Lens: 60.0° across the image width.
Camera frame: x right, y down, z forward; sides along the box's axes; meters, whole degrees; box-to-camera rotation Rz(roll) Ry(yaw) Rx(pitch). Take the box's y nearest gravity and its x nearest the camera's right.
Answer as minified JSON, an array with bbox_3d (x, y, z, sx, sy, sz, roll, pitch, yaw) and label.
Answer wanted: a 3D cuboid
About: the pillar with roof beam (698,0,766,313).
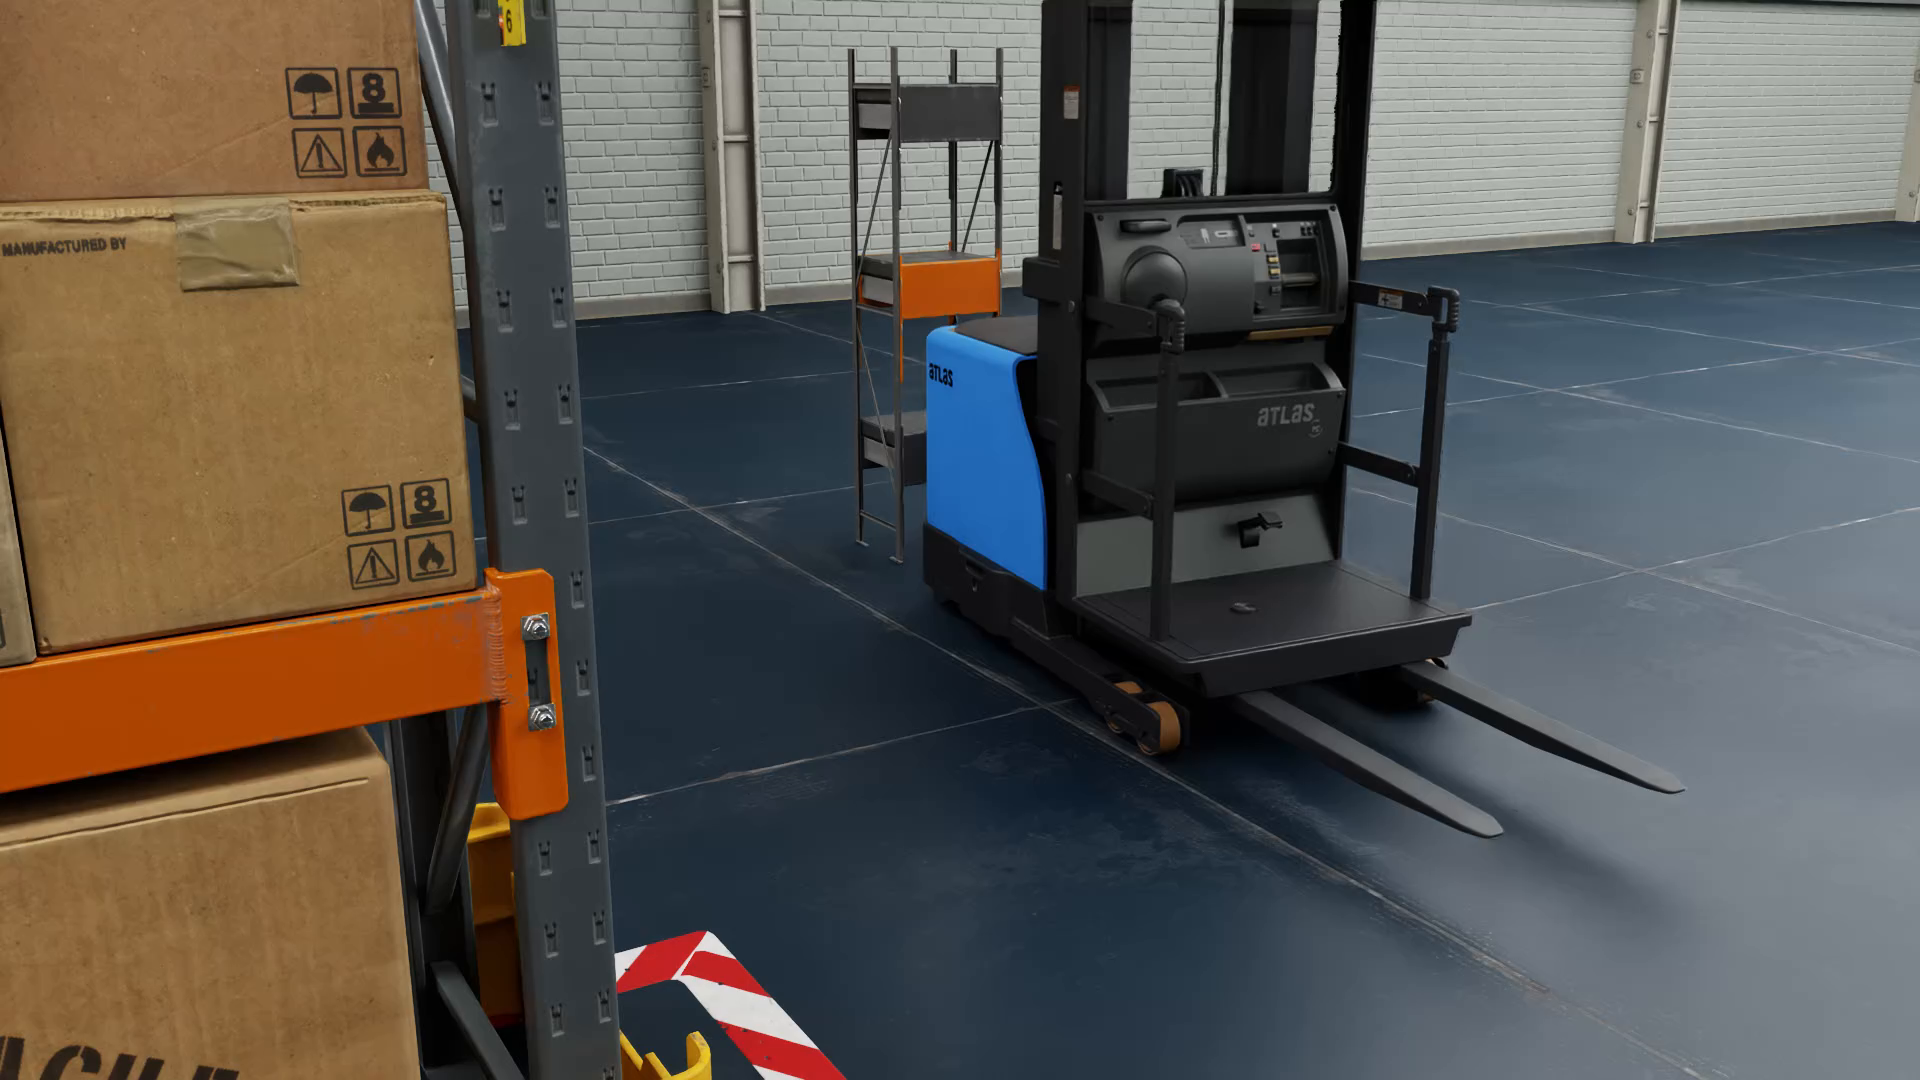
[{"bbox_3d":[0.263,-5.363,9.870,0.400,9.000,9.100,-9,18,-30],"label":"pillar with roof beam"}]

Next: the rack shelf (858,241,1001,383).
[{"bbox_3d":[-0.142,-0.975,7.048,0.480,0.518,0.431,-9,18,-30],"label":"rack shelf"}]

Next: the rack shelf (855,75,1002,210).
[{"bbox_3d":[-0.142,-1.649,6.859,0.480,0.518,0.431,-9,18,-30],"label":"rack shelf"}]

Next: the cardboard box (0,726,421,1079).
[{"bbox_3d":[-1.388,0.685,2.568,0.875,0.875,0.875,-9,18,-29],"label":"cardboard box"}]

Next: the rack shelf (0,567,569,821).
[{"bbox_3d":[-2.555,0.379,1.834,4.000,0.370,1.077,-9,18,-30],"label":"rack shelf"}]

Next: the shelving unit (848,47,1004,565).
[{"bbox_3d":[-0.142,-0.988,7.044,0.503,2.100,0.431,-9,18,-30],"label":"shelving unit"}]

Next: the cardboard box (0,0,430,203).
[{"bbox_3d":[-1.179,-0.795,2.411,0.550,0.550,0.875,-9,18,-30],"label":"cardboard box"}]

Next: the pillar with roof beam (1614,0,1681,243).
[{"bbox_3d":[10.549,-7.031,15.821,0.400,9.000,9.100,-9,18,-30],"label":"pillar with roof beam"}]

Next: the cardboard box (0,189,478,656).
[{"bbox_3d":[-1.135,-0.256,2.487,0.550,0.550,0.875,-9,18,-30],"label":"cardboard box"}]

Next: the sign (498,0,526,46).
[{"bbox_3d":[-0.573,-0.790,2.086,0.005,0.325,0.100,-9,18,-30],"label":"sign"}]

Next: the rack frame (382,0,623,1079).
[{"bbox_3d":[-0.841,-0.246,2.729,0.127,3.000,1.000,-9,18,-30],"label":"rack frame"}]

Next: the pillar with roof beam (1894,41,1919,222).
[{"bbox_3d":[15.693,-7.865,18.796,0.400,9.000,9.100,-9,18,-30],"label":"pillar with roof beam"}]

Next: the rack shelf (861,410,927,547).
[{"bbox_3d":[-0.142,-0.301,7.237,0.480,0.518,0.431,-9,18,-30],"label":"rack shelf"}]

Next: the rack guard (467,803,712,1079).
[{"bbox_3d":[-0.820,0.955,3.078,0.348,0.500,1.175,-9,18,-30],"label":"rack guard"}]

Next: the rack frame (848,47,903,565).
[{"bbox_3d":[-0.351,-0.954,6.923,0.015,2.100,0.400,-9,18,-30],"label":"rack frame"}]

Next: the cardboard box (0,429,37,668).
[{"bbox_3d":[-1.596,-0.174,2.196,0.550,0.550,0.875,-9,18,-30],"label":"cardboard box"}]

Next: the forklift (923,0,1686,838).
[{"bbox_3d":[0.935,-0.887,5.144,1.130,2.935,3.031,-7,17,-24],"label":"forklift"}]

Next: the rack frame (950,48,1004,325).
[{"bbox_3d":[0.067,-1.022,7.165,0.015,2.100,0.400,-9,18,-30],"label":"rack frame"}]
